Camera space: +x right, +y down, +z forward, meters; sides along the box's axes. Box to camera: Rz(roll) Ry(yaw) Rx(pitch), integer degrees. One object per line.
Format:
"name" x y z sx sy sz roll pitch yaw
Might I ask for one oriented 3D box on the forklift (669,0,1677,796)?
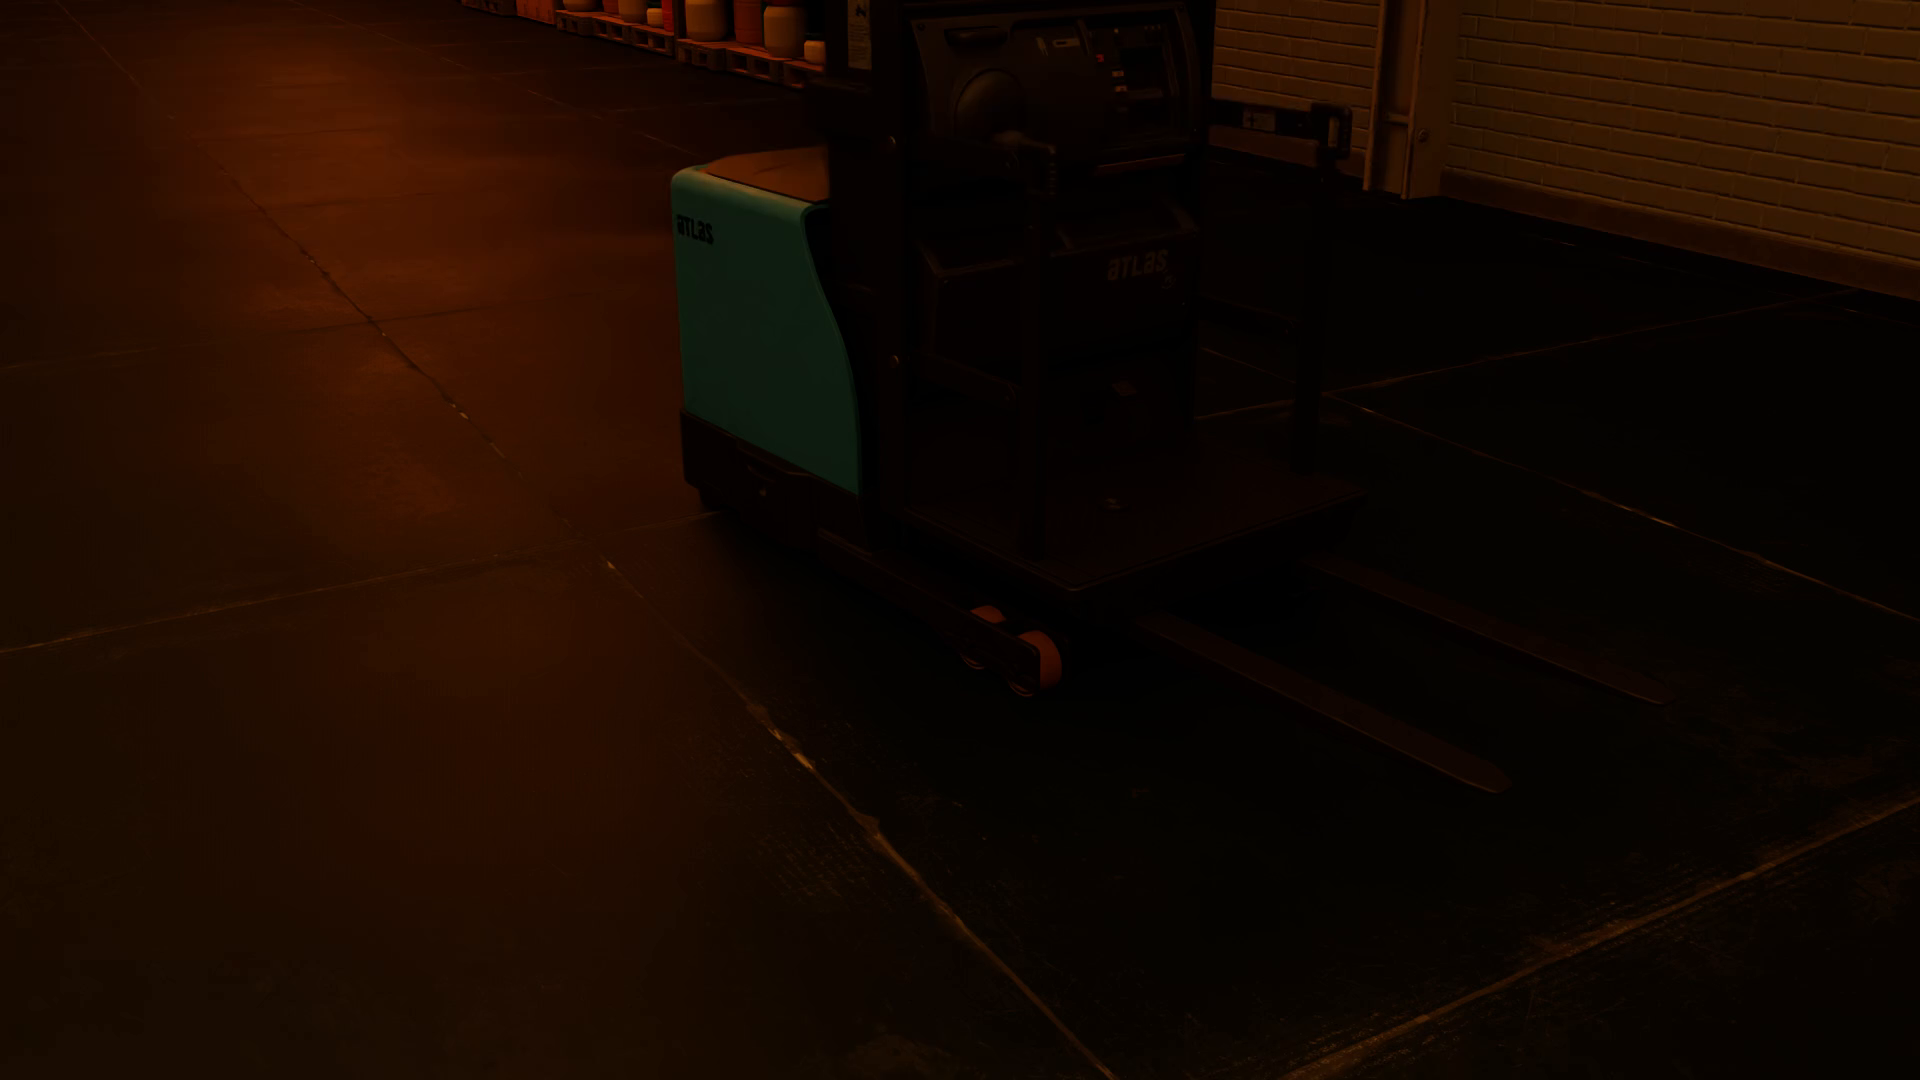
"forklift" 0.399 -1.174 4.135 1.130 2.935 3.031 -17 28 -35
